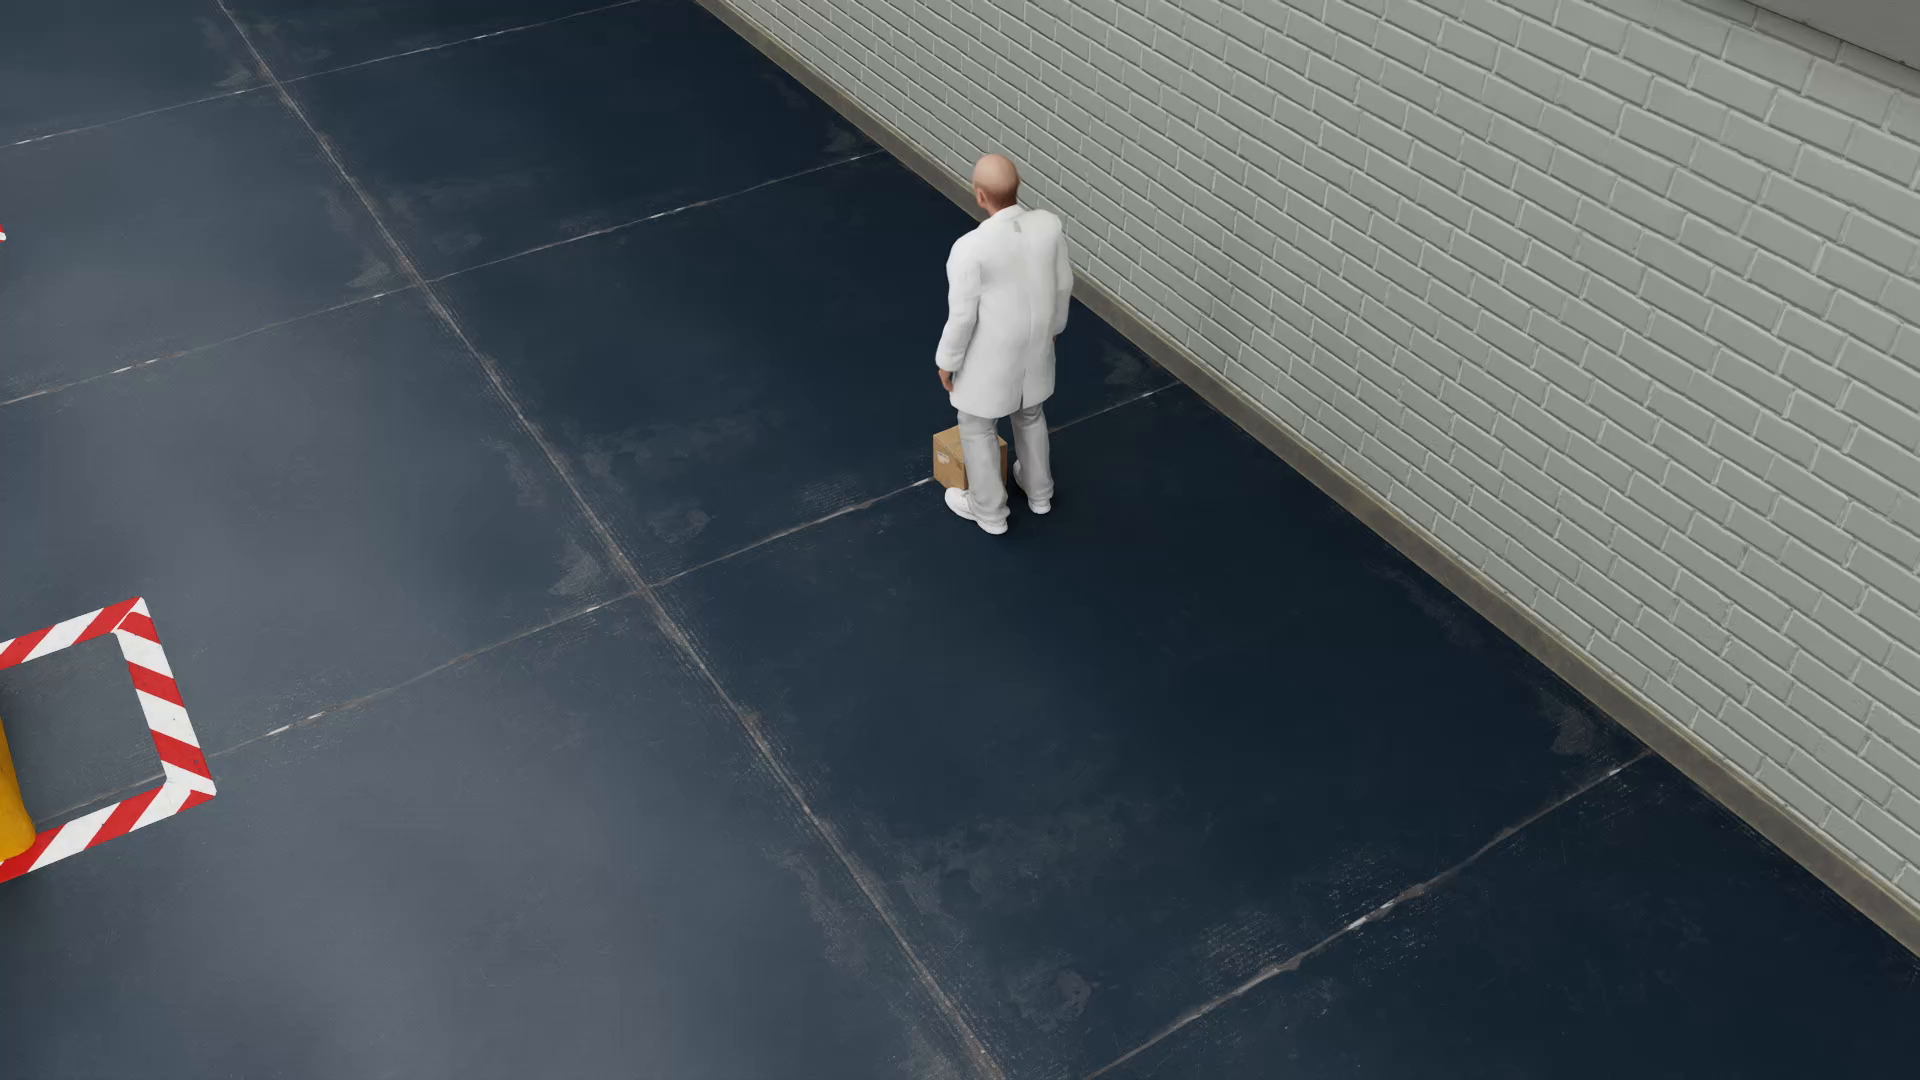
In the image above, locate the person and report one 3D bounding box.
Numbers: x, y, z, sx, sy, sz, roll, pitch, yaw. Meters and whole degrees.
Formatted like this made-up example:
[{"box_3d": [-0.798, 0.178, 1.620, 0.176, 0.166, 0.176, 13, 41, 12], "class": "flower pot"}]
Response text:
[{"box_3d": [0.185, -0.823, 7.140, 0.642, 1.774, 0.421, -22, 45, -24], "class": "person"}]
